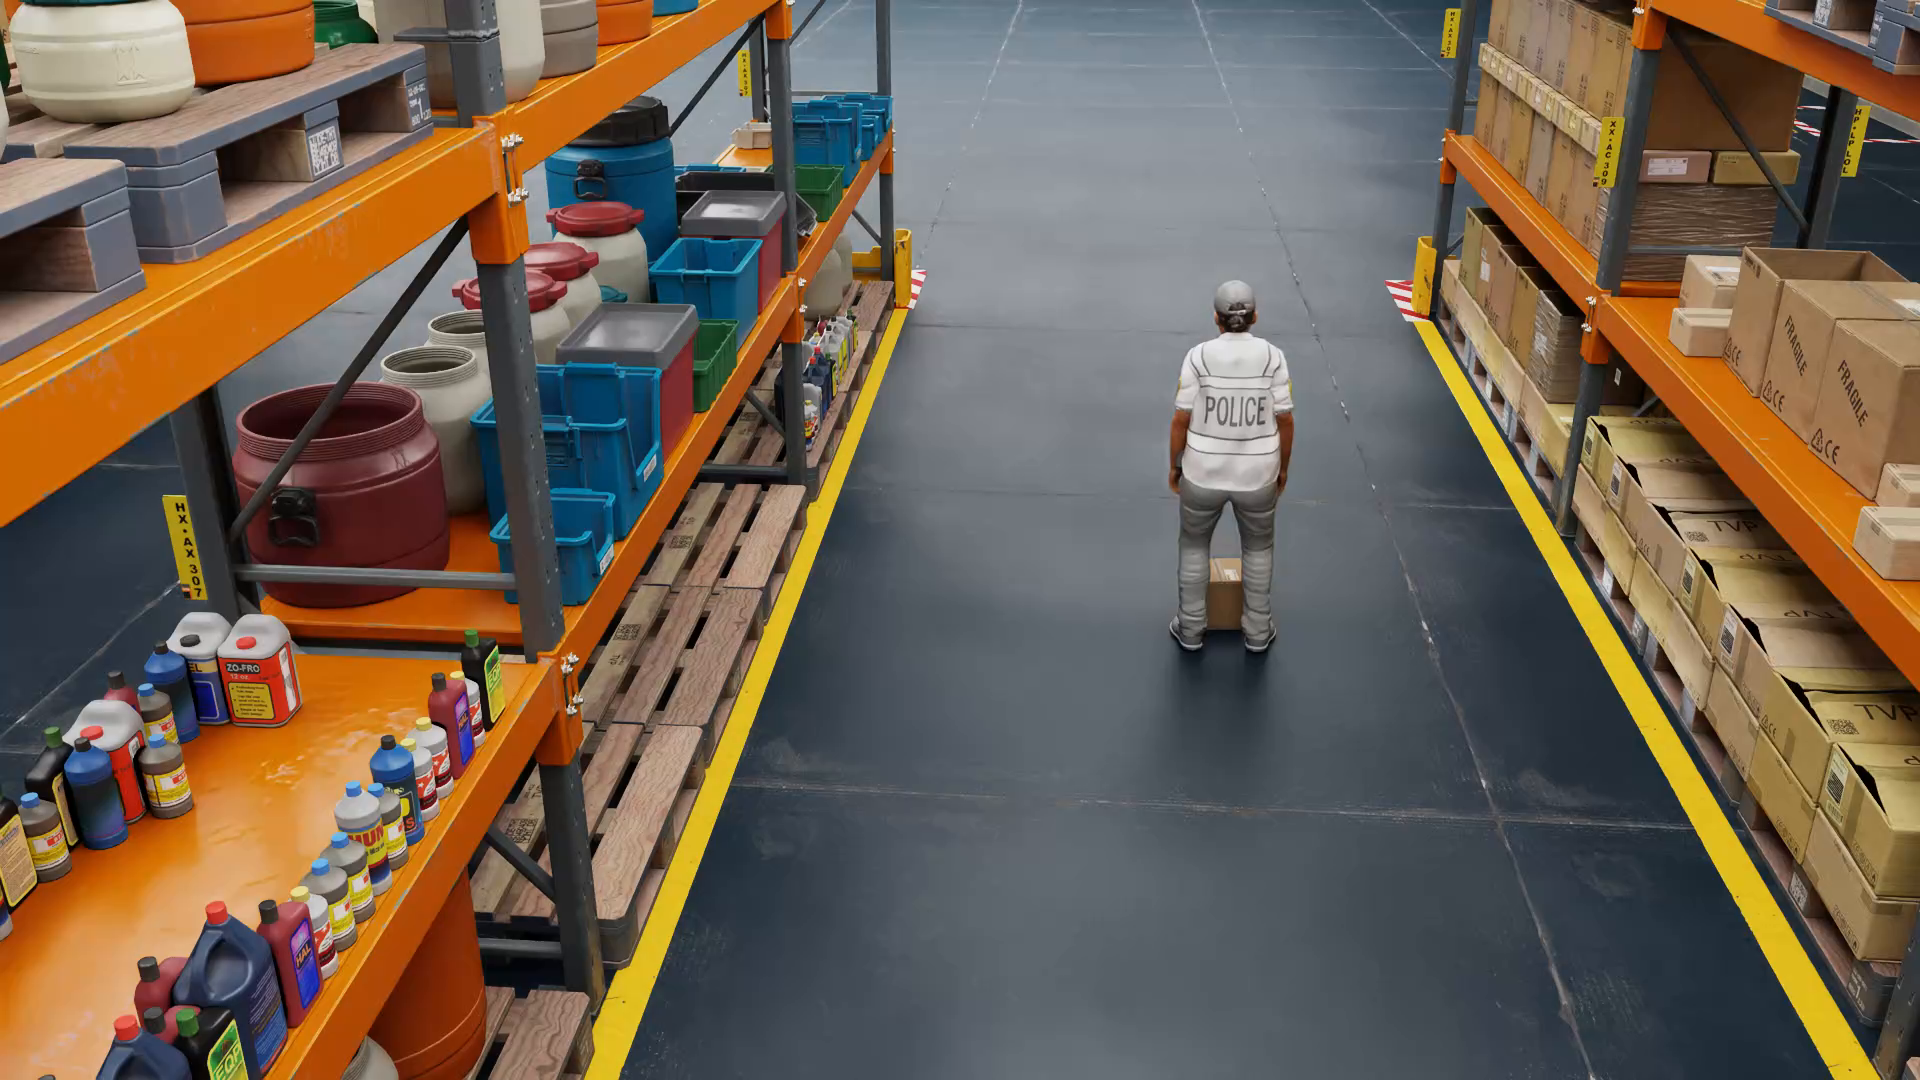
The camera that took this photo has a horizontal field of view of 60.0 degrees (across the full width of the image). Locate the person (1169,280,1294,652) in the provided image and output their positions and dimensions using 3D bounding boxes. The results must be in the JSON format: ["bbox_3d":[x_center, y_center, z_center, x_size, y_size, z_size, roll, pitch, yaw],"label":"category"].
[{"bbox_3d":[1.178,-0.301,7.251,0.539,1.667,0.466,2,25,4],"label":"person"}]
